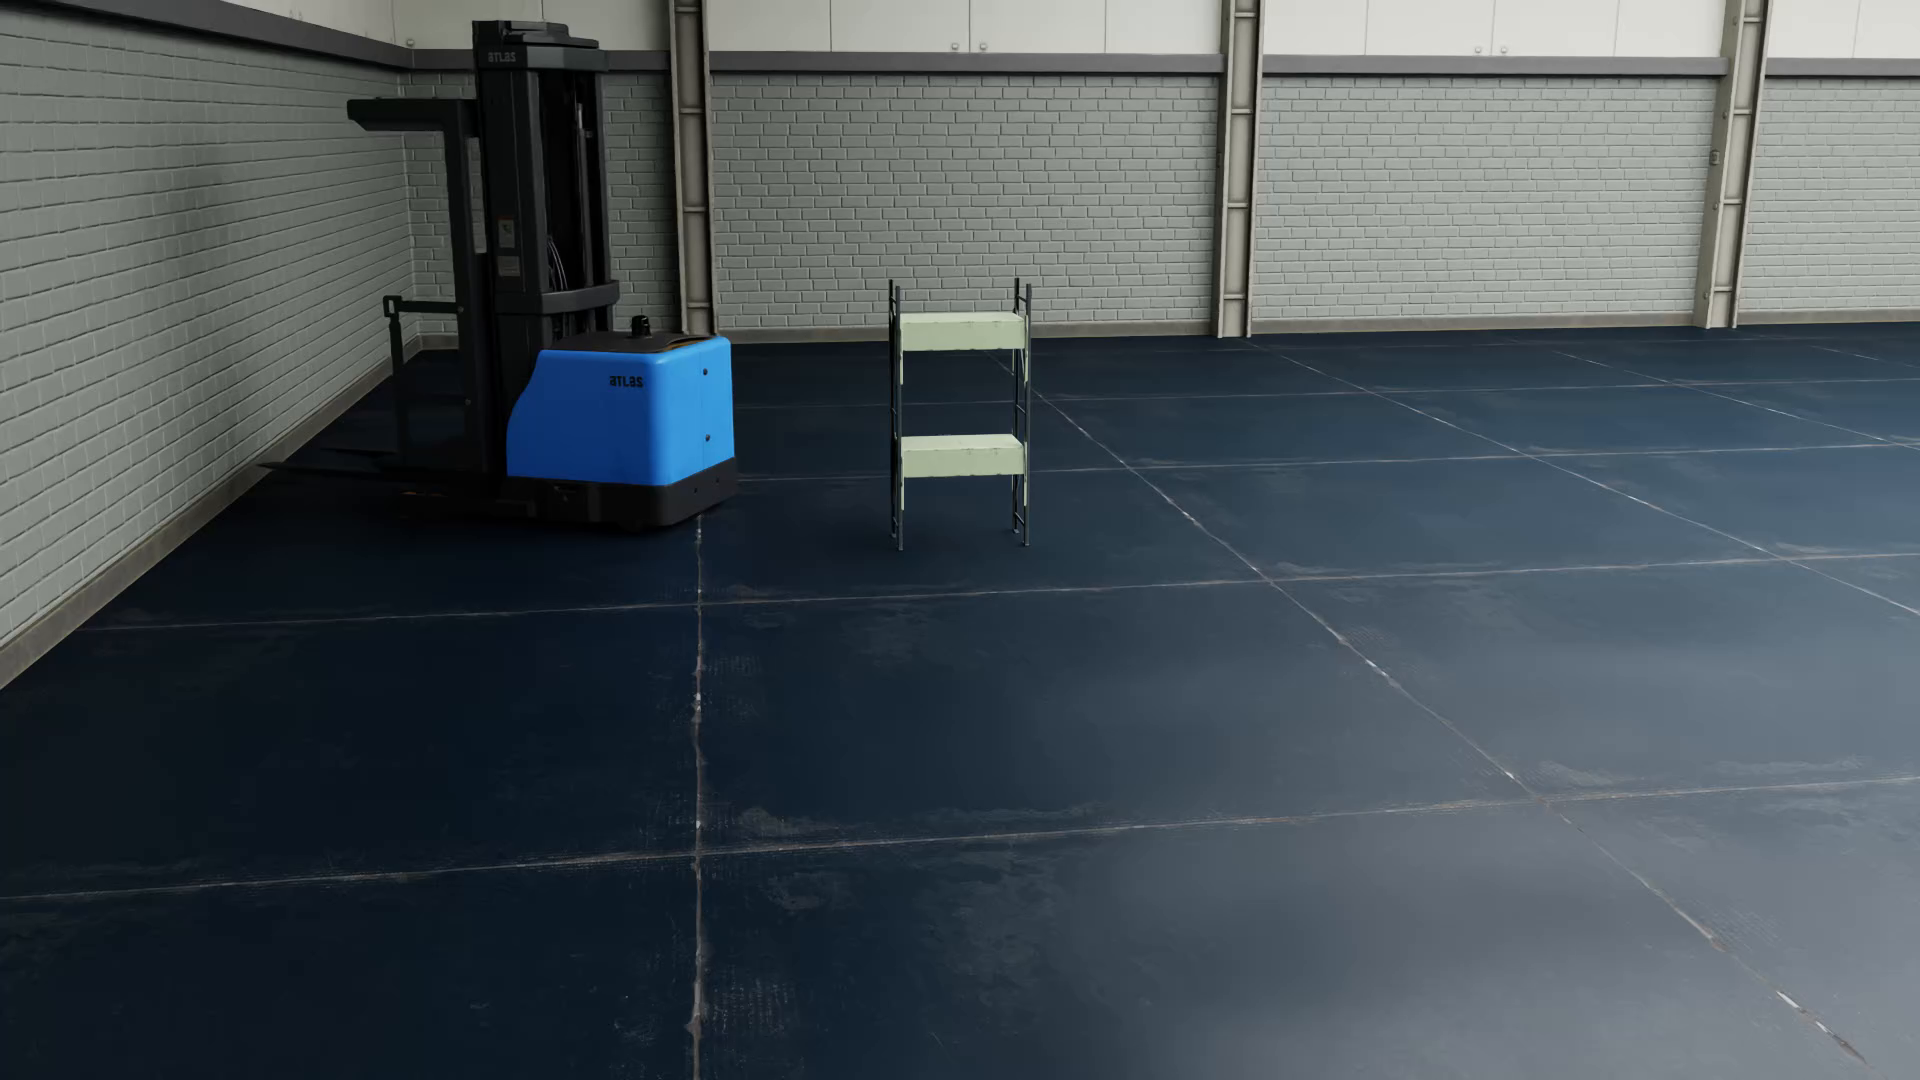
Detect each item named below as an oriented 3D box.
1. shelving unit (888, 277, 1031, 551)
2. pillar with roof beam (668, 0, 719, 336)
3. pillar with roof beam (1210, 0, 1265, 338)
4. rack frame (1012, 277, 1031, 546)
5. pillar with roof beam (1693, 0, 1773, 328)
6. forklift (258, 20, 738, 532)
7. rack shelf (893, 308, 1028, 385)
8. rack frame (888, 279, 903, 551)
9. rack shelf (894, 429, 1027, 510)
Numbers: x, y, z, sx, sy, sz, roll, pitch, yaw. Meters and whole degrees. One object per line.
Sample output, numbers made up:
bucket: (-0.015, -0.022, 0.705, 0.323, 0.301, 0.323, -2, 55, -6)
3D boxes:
shelving unit: (-0.007, -0.727, 9.538, 0.755, 1.500, 0.431, -2, 14, -8)
pillar with roof beam: (-2.194, -5.453, 12.964, 0.400, 9.000, 9.100, -2, 14, -8)
pillar with roof beam: (3.739, -5.670, 13.831, 0.400, 9.000, 9.100, -2, 14, -8)
rack frame: (0.355, -0.740, 9.591, 0.023, 1.500, 0.400, -2, 14, -8)
pillar with roof beam: (9.672, -5.887, 14.698, 0.400, 9.000, 9.100, -2, 14, -8)
forklift: (-2.994, -1.657, 10.305, 3.031, 2.935, 1.130, 4, 15, 17)
rack shelf: (-0.007, -1.106, 9.443, 0.720, 0.370, 0.431, -2, 14, -8)
rack frame: (-0.369, -0.714, 9.486, 0.023, 1.500, 0.400, -2, 14, -8)
rack shelf: (-0.007, -0.411, 9.618, 0.720, 0.370, 0.431, -2, 14, -8)
